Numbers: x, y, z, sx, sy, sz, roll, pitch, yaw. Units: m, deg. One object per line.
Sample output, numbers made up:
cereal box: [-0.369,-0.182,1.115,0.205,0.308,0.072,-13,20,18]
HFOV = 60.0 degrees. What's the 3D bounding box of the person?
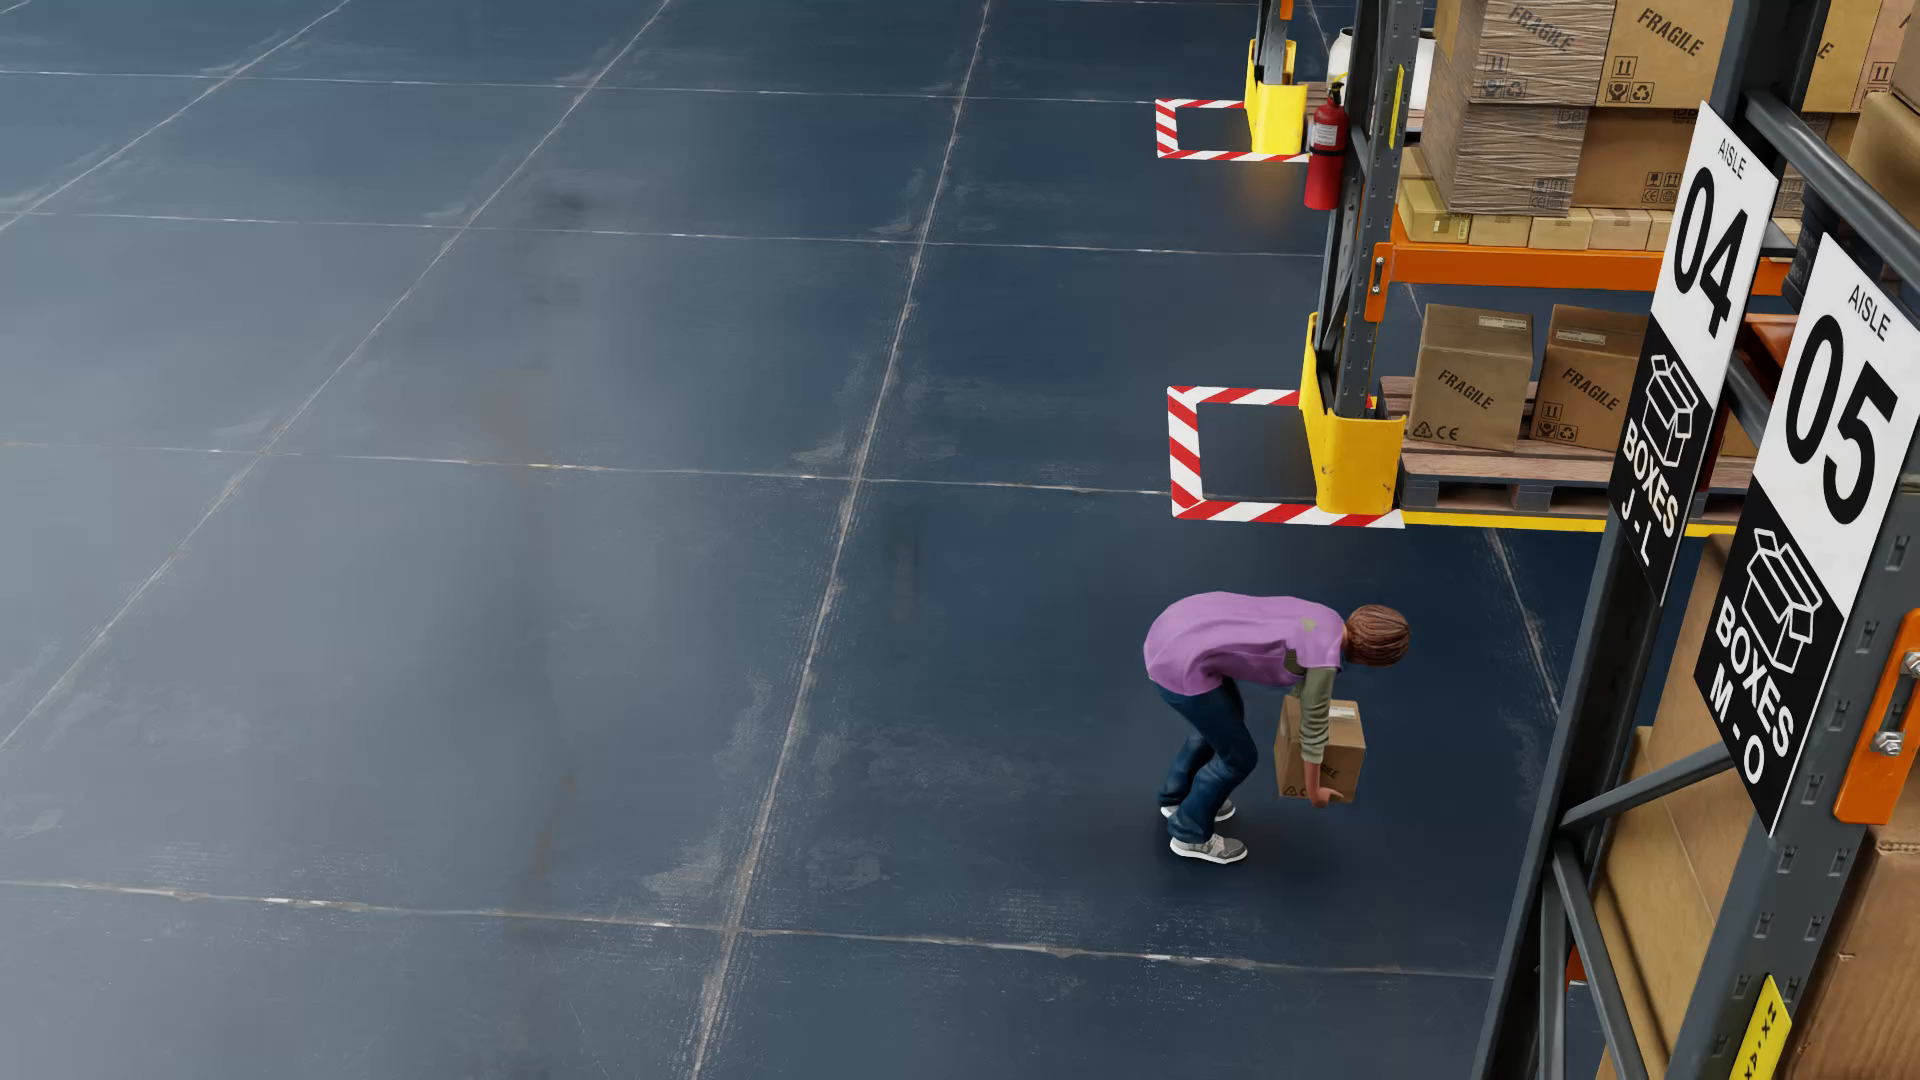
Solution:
person: [1.047,0.639,5.690,0.868,1.008,0.389,1,32,2]
